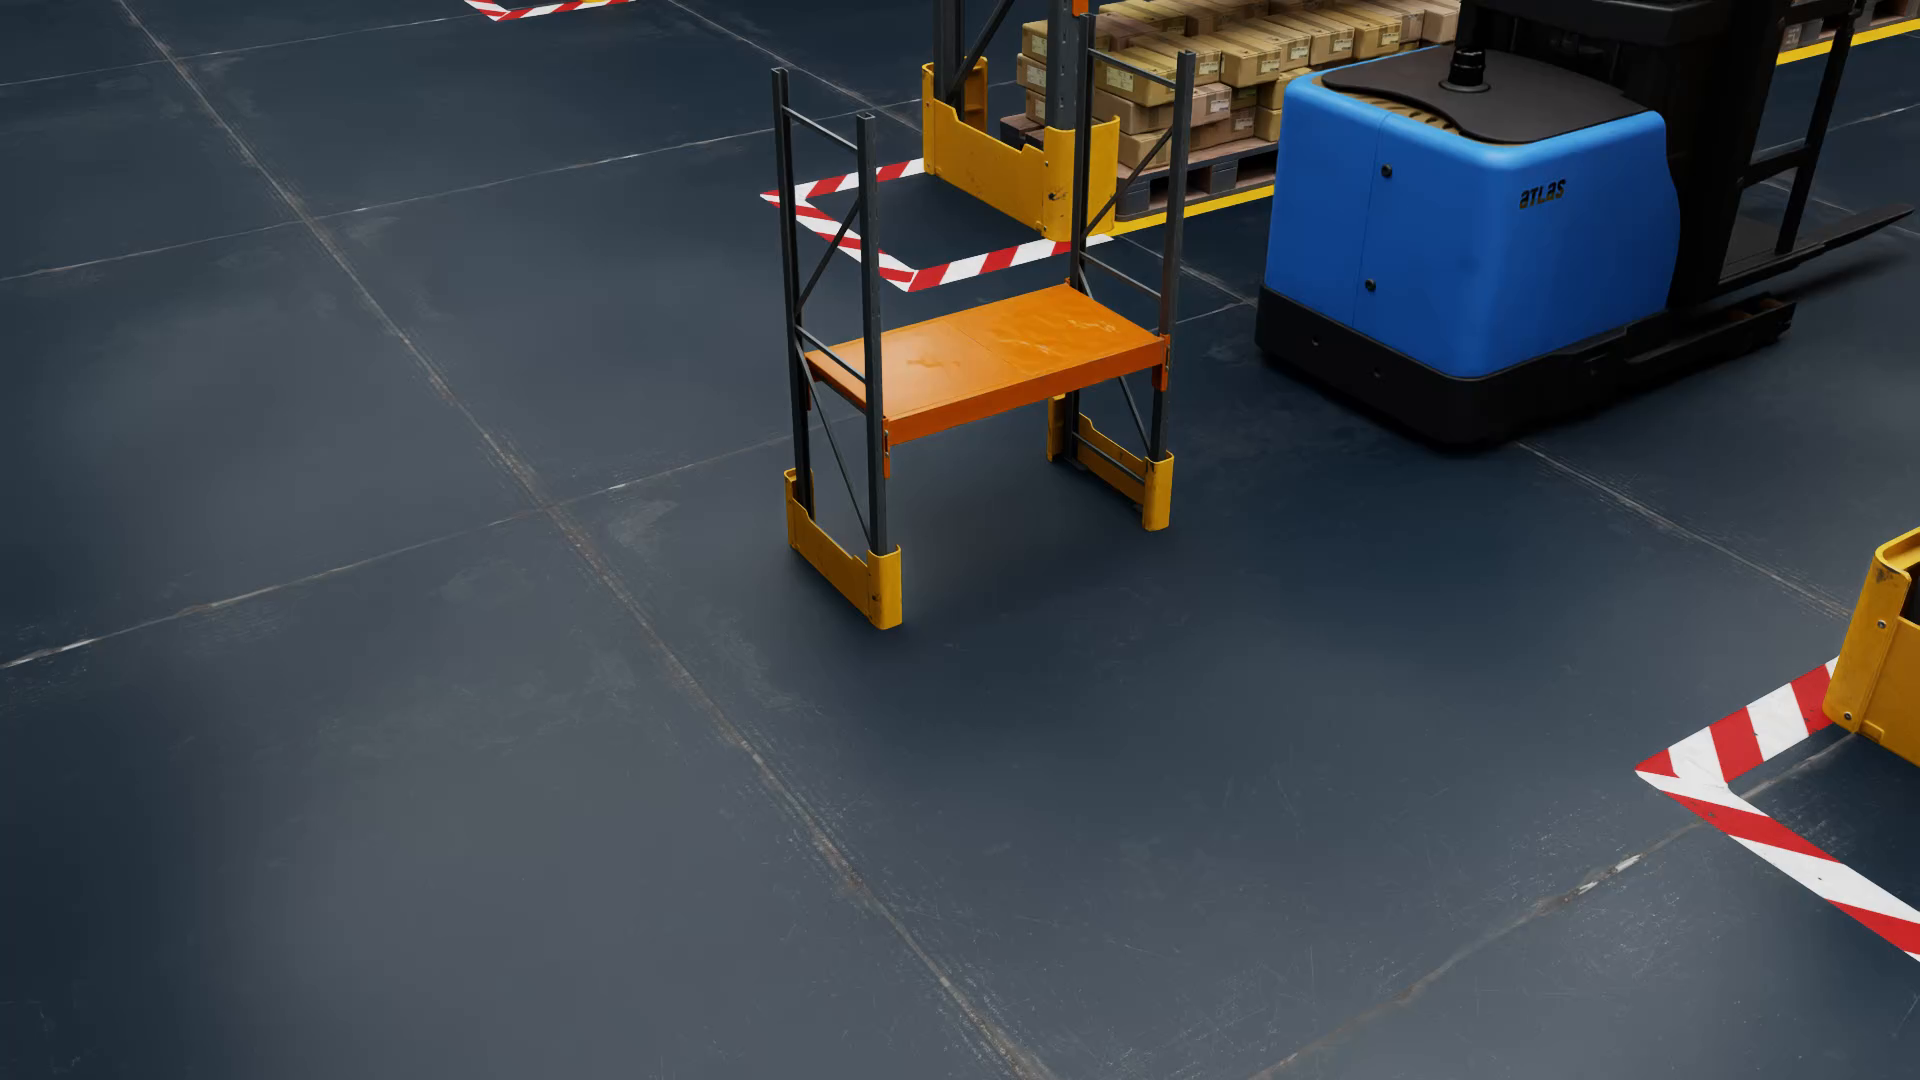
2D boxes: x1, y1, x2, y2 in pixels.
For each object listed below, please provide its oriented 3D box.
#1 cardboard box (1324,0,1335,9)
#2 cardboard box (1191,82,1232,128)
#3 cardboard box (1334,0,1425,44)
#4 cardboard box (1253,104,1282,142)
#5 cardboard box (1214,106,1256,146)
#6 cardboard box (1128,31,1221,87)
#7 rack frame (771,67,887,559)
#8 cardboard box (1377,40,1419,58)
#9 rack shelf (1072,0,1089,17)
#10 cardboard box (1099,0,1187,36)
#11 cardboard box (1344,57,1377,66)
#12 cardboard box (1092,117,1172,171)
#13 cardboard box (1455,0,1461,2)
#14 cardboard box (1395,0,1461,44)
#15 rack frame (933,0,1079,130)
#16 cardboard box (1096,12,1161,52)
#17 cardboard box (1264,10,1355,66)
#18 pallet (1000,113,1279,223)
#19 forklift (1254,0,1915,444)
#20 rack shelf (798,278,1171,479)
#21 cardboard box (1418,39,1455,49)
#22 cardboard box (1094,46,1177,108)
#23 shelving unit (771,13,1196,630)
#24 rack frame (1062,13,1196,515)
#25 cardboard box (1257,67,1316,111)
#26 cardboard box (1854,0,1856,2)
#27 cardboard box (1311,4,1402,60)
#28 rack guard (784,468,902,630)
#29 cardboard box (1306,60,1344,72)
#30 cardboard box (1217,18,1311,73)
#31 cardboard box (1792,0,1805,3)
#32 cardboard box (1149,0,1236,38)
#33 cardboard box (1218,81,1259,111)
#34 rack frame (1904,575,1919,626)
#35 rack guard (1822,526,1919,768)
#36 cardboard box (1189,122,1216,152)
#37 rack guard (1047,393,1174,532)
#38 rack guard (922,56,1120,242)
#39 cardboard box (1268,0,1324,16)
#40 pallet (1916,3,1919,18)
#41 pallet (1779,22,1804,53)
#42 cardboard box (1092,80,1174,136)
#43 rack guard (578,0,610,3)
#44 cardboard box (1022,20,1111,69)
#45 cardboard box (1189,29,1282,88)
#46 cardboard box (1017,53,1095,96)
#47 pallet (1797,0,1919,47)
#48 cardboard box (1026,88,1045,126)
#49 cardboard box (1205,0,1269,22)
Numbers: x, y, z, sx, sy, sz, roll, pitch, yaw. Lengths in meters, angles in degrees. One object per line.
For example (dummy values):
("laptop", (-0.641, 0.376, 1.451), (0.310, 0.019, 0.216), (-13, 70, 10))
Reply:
("cardboard box", (1.827, -2.789, 8.581), (0.250, 0.149, 0.380), (-19, 37, -27))
("cardboard box", (1.034, -2.045, 7.679), (0.250, 0.149, 0.380), (-19, 37, -27))
("cardboard box", (2.073, -2.584, 8.256), (0.250, 0.149, 0.380), (-19, 37, -27))
("cardboard box", (1.462, -2.048, 7.964), (0.250, 0.149, 0.380), (-18, 37, -27))
("cardboard box", (1.188, -2.024, 7.925), (0.250, 0.149, 0.380), (-19, 37, -27))
("cardboard box", (0.985, -2.213, 7.667), (0.250, 0.149, 0.380), (-18, 37, -26))
("rack frame", (-0.356, -0.512, 4.656), (0.032, 1.500, 0.500), (-19, 37, -27))
("cardboard box", (2.076, -2.470, 8.354), (0.250, 0.149, 0.380), (-17, 36, -25))
("rack shelf", (1.875, -3.131, 8.076), (4.000, 0.370, 1.077), (-19, 37, -27))
("cardboard box", (0.892, -2.526, 8.163), (0.250, 0.149, 0.380), (-20, 37, -28))
("cardboard box", (1.843, -2.397, 8.238), (0.250, 0.149, 0.380), (-17, 36, -25))
("cardboard box", (0.807, -1.836, 7.628), (0.250, 0.149, 0.380), (-18, 37, -26))
("cardboard box", (2.561, -2.690, 8.424), (0.250, 0.149, 0.380), (-21, 38, -30))
("cardboard box", (2.341, -2.607, 8.292), (0.250, 0.149, 0.380), (-20, 38, -29))
("rack frame", (0.194, -2.857, 6.967), (0.127, 3.000, 1.000), (-19, 37, -27))
("cardboard box", (0.744, -2.394, 7.954), (0.250, 0.149, 0.380), (-18, 37, -26))
("cardboard box", (1.668, -2.413, 7.985), (0.250, 0.149, 0.380), (-17, 36, -25))
("pallet", (0.960, -1.918, 8.093), (1.213, 0.211, 1.003), (-19, 37, -27))
("forklift", (2.625, -2.166, 5.936), (3.031, 2.935, 1.130), (-20, 37, -28))
("rack shelf", (0.072, -0.507, 4.985), (1.000, 0.185, 0.538), (-19, 37, -27))
("cardboard box", (2.323, -2.528, 8.447), (0.250, 0.149, 0.380), (-21, 38, -29))
("cardboard box", (0.818, -2.079, 7.456), (0.250, 0.149, 0.380), (-21, 38, -29))
("shelving unit", (0.064, -0.656, 4.885), (1.083, 1.500, 0.587), (-19, 37, -27))
("rack frame", (0.499, -0.806, 5.122), (0.032, 1.500, 0.500), (-19, 37, -27))
("cardboard box", (1.466, -2.180, 7.895), (0.250, 0.149, 0.380), (-18, 36, -26))
("cardboard box", (5.197, -3.539, 9.998), (0.500, 0.500, 0.500), (-18, 37, -26))
("cardboard box", (1.914, -2.469, 8.073), (0.250, 0.149, 0.380), (-18, 37, -27))
("rack guard", (-0.354, 0.016, 4.990), (0.087, 0.250, 0.587), (-19, 37, -27))
("cardboard box", (1.638, -2.300, 8.084), (0.250, 0.149, 0.380), (-21, 38, -29))
("cardboard box", (1.429, -2.337, 7.864), (0.250, 0.149, 0.380), (-21, 38, -30))
("cardboard box", (4.764, -3.382, 9.749), (0.500, 0.500, 0.500), (-17, 36, -25))
("cardboard box", (1.144, -2.572, 8.237), (0.250, 0.149, 0.380), (-21, 38, -29))
("cardboard box", (1.192, -2.155, 7.854), (0.250, 0.149, 0.380), (-18, 37, -27))
("rack frame", (2.796, -0.603, 3.395), (0.127, 3.000, 1.000), (-19, 37, -27))
("rack guard", (2.776, 0.461, 4.051), (0.348, 0.500, 1.175), (-19, 37, -27))
("cardboard box", (0.983, -1.949, 7.806), (0.250, 0.149, 0.380), (-19, 37, -27))
("rack guard", (0.483, -0.272, 5.446), (0.087, 0.250, 0.587), (-19, 37, -27))
("rack guard", (0.258, -1.821, 7.669), (0.348, 0.500, 1.175), (-19, 37, -27))
("cardboard box", (1.622, -2.701, 8.441), (0.250, 0.149, 0.380), (-20, 38, -29))
("pallet", (6.260, -3.765, 11.020), (1.213, 0.211, 1.003), (-19, 37, -27))
("pallet", (4.209, -3.059, 9.902), (1.213, 0.211, 1.003), (-19, 37, -27))
("cardboard box", (0.773, -1.991, 7.594), (0.250, 0.149, 0.380), (-17, 36, -25))
("rack guard", (-2.593, -3.983, 11.096), (0.348, 0.500, 1.175), (-19, 37, -27))
("cardboard box", (0.501, -2.347, 7.880), (0.250, 0.149, 0.380), (-19, 37, -27))
("cardboard box", (1.266, -2.228, 7.692), (0.250, 0.149, 0.380), (-19, 37, -27))
("cardboard box", (0.483, -2.235, 7.981), (0.250, 0.149, 0.380), (-20, 37, -29))
("pallet", (5.236, -3.414, 10.464), (1.213, 0.211, 1.003), (-19, 37, -27))
("cardboard box", (0.523, -2.074, 8.005), (0.250, 0.149, 0.380), (-18, 37, -26))
("cardboard box", (1.340, -2.675, 8.399), (0.250, 0.149, 0.380), (-18, 36, -26))
